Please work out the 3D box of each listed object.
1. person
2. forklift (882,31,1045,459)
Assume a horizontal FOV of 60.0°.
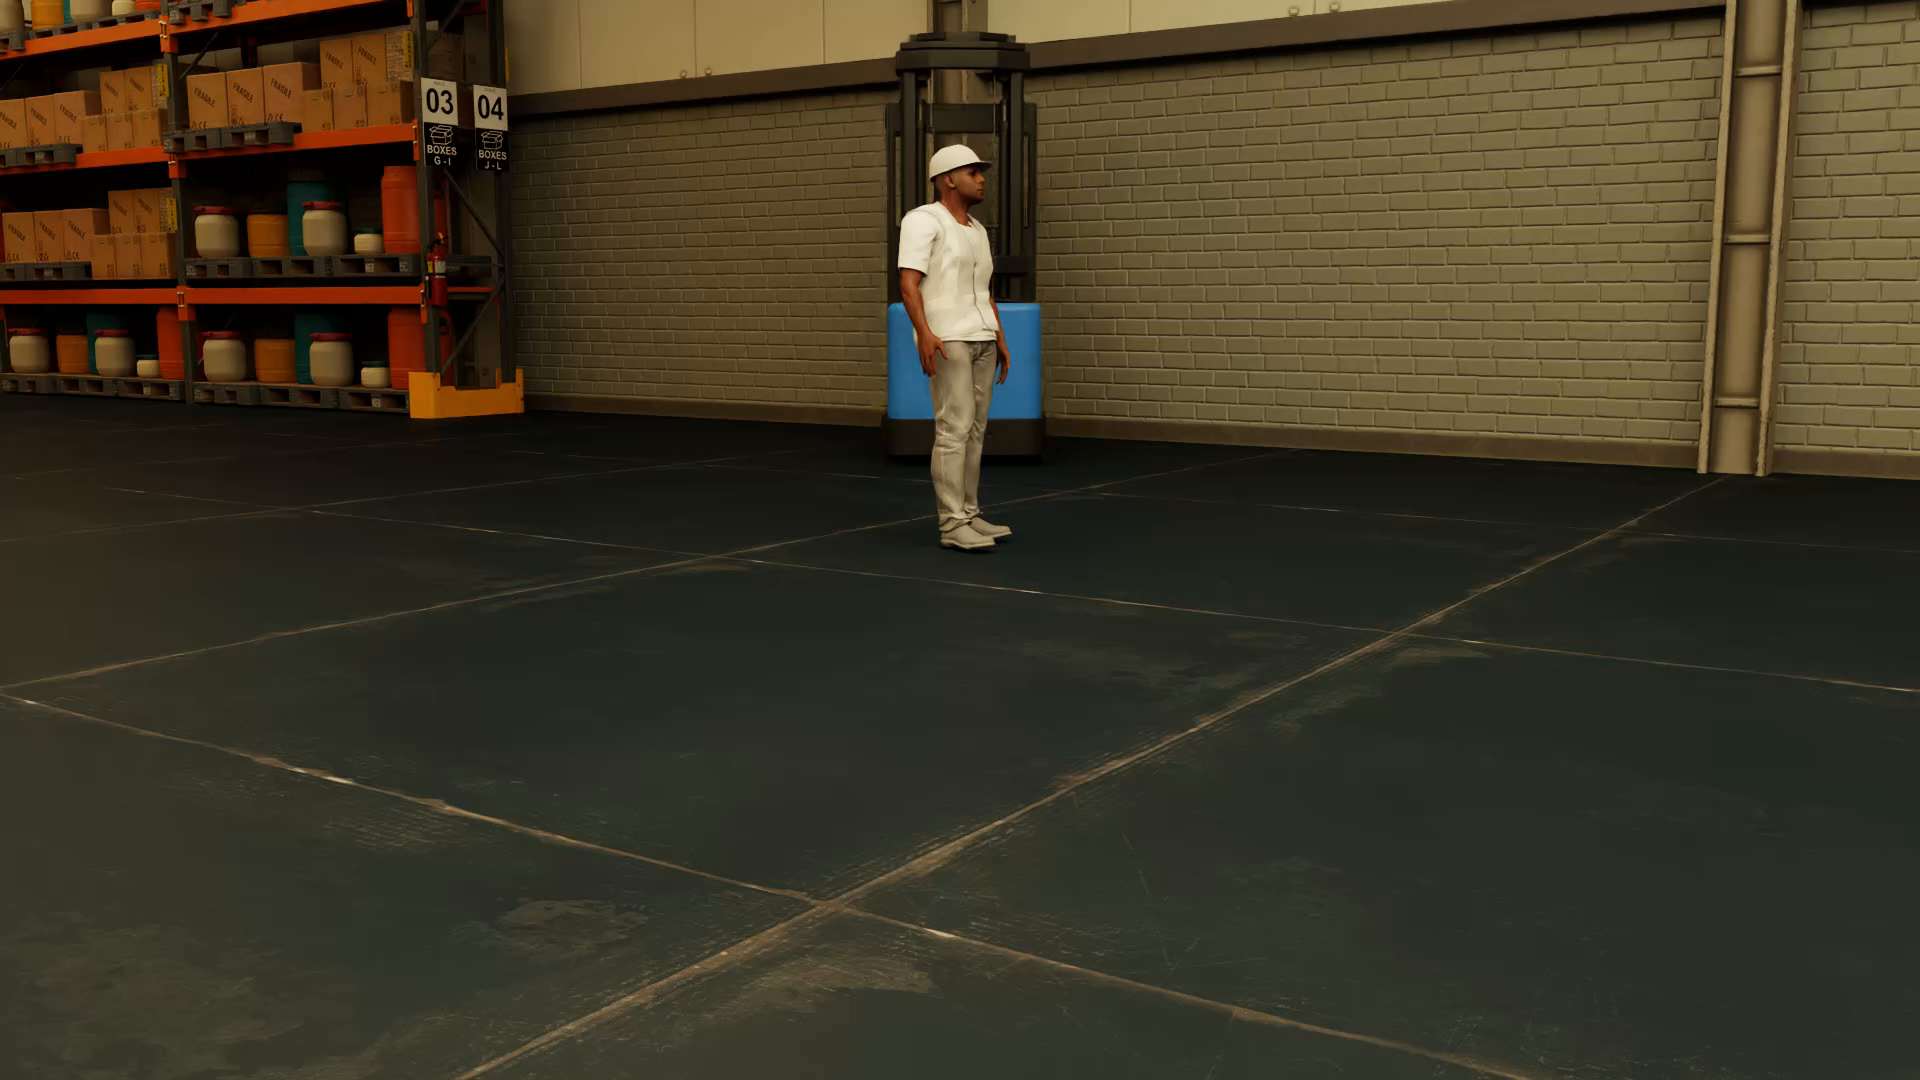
[{"bbox_3d":[0.054,-0.875,7.435,0.577,1.765,0.665,5,10,34],"label":"person"},{"bbox_3d":[0.008,-2.156,12.355,1.130,2.935,3.031,0,8,-1],"label":"forklift"}]
